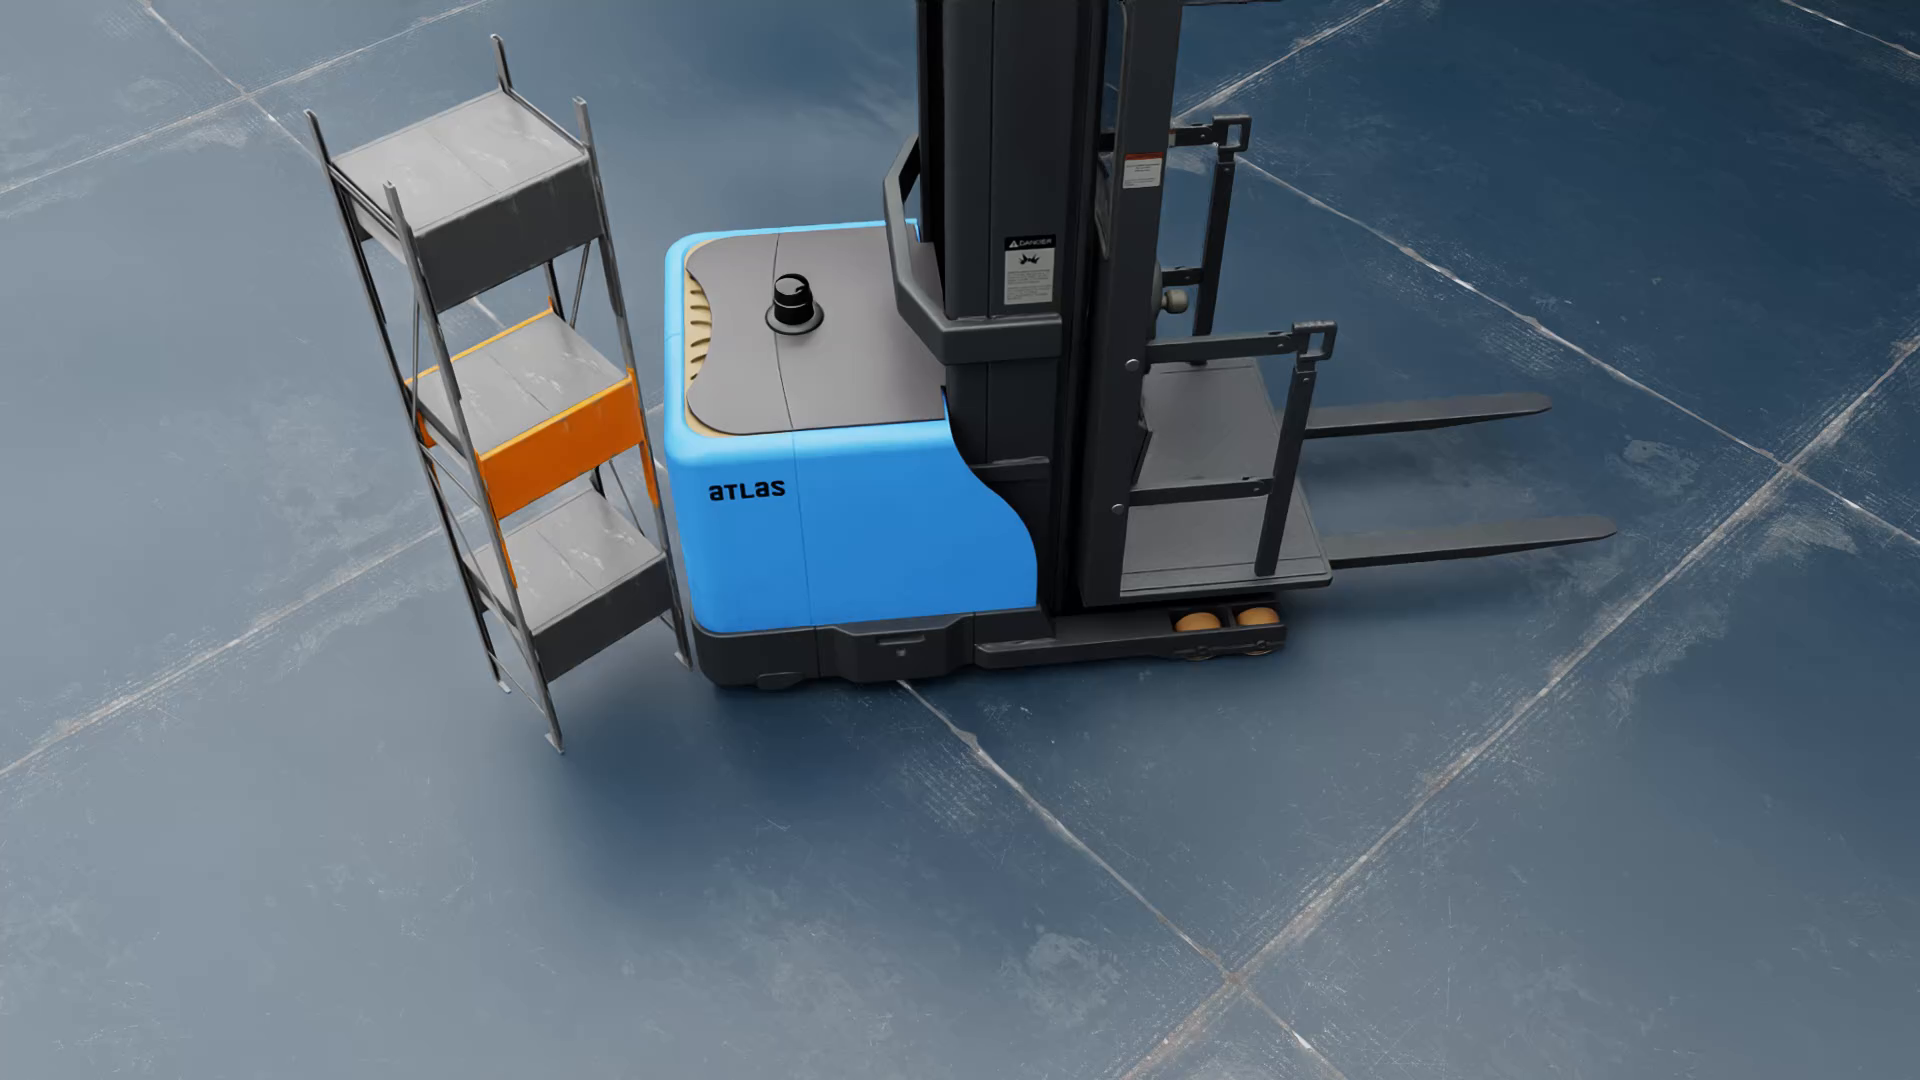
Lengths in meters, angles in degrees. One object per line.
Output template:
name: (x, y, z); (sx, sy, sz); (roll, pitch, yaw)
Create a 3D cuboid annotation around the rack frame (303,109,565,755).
rack frame: (-1.361, -0.161, 4.470); (0.015, 2.100, 0.400); (-33, 55, -27)

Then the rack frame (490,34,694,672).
rack frame: (-0.998, -0.400, 4.691); (0.015, 2.100, 0.400); (-33, 55, -27)

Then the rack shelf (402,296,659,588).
rack shelf: (-1.180, -0.271, 4.590); (0.480, 0.518, 0.431); (-33, 55, -27)

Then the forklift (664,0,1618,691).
forklift: (0.627, -0.988, 4.668); (3.031, 2.935, 1.130); (-5, 47, -4)

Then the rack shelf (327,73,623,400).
rack shelf: (-1.179, -0.746, 4.076); (0.480, 0.518, 0.431); (-33, 55, -27)

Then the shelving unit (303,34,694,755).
shelving unit: (-1.179, -0.281, 4.580); (0.503, 2.100, 0.431); (-33, 55, -27)

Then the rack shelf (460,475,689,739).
rack shelf: (-1.180, 0.203, 5.105); (0.480, 0.518, 0.431); (-33, 55, -27)
